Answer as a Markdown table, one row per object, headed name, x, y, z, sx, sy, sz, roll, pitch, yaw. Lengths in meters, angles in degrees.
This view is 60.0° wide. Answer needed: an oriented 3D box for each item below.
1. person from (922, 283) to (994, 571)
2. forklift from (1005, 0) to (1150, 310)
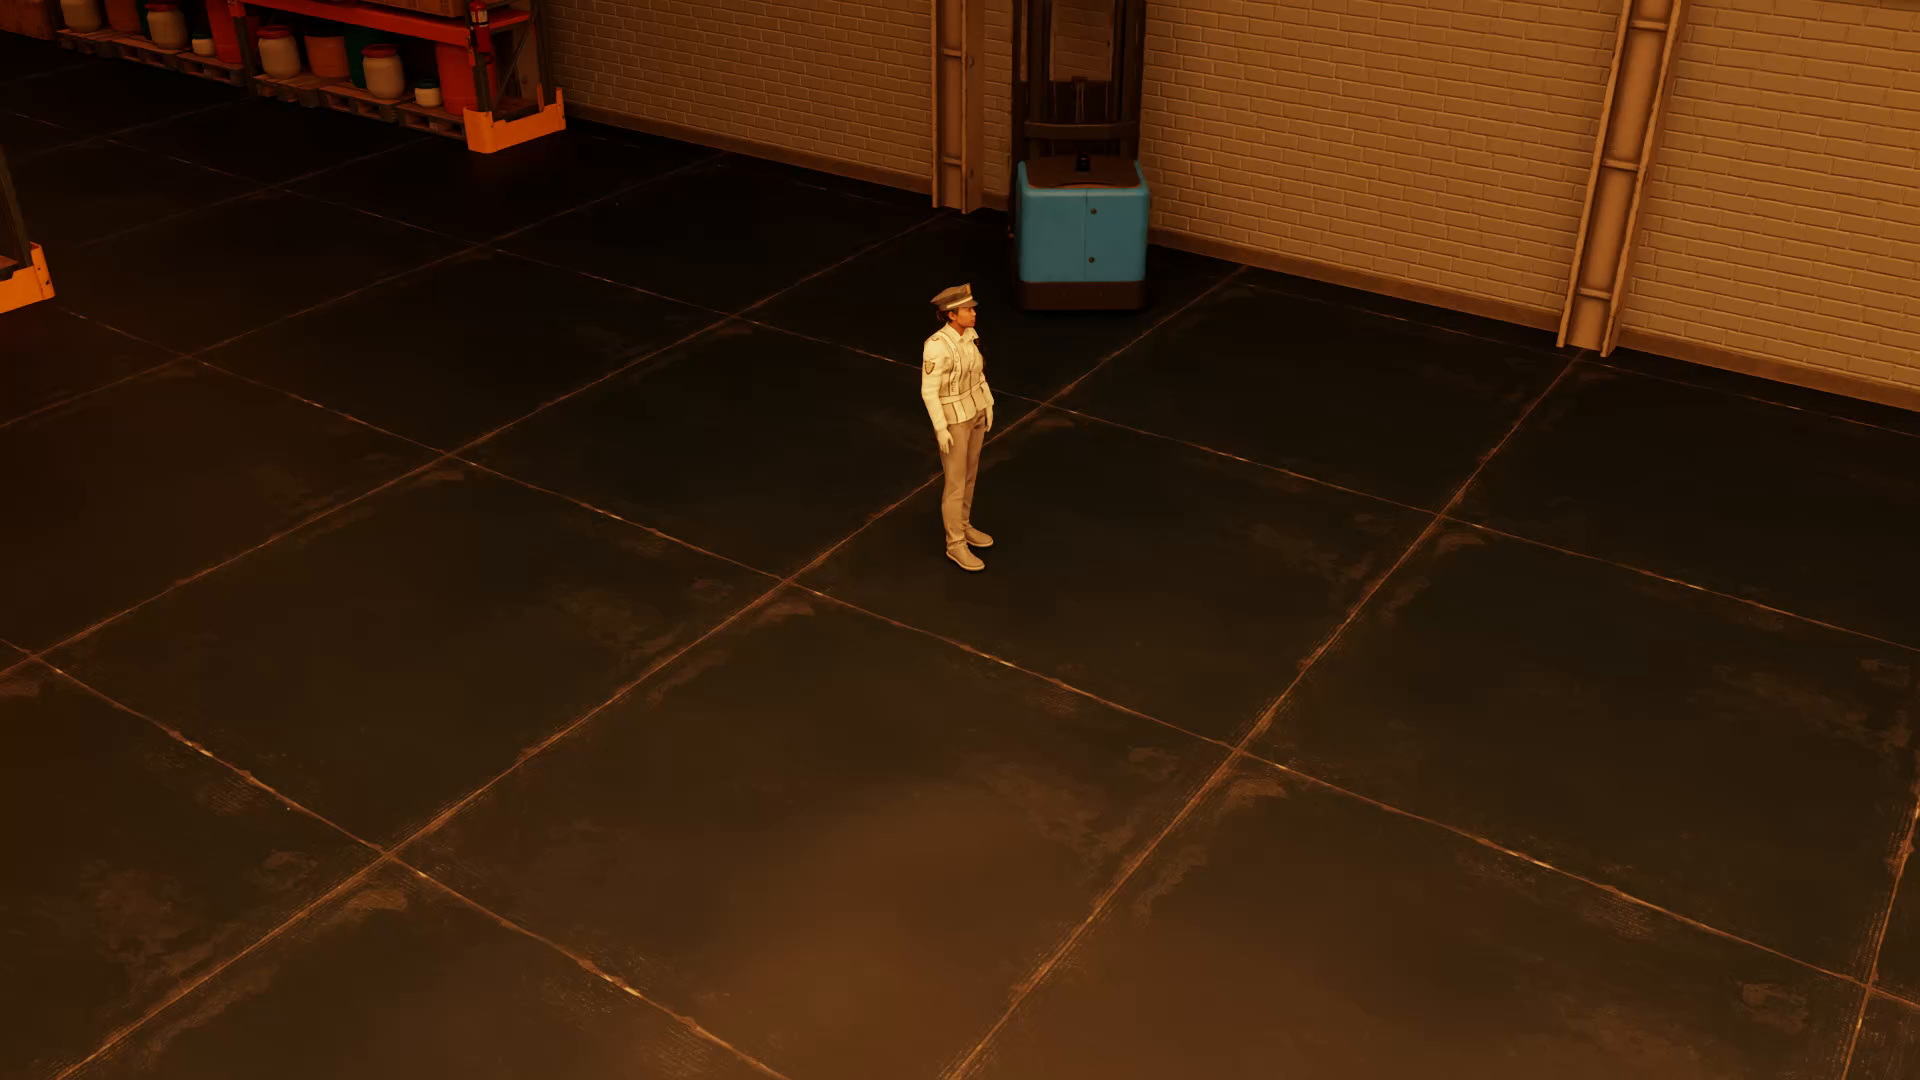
| name | x | y | z | sx | sy | sz | roll | pitch | yaw |
| --- | --- | --- | --- | --- | --- | --- | --- | --- | --- |
| person | 0.053 | -0.717 | 10.033 | 0.530 | 1.694 | 0.587 | 19 | 35 | 29 |
| forklift | 0.974 | -3.845 | 14.203 | 1.130 | 2.935 | 3.031 | -1 | 30 | -1 |
